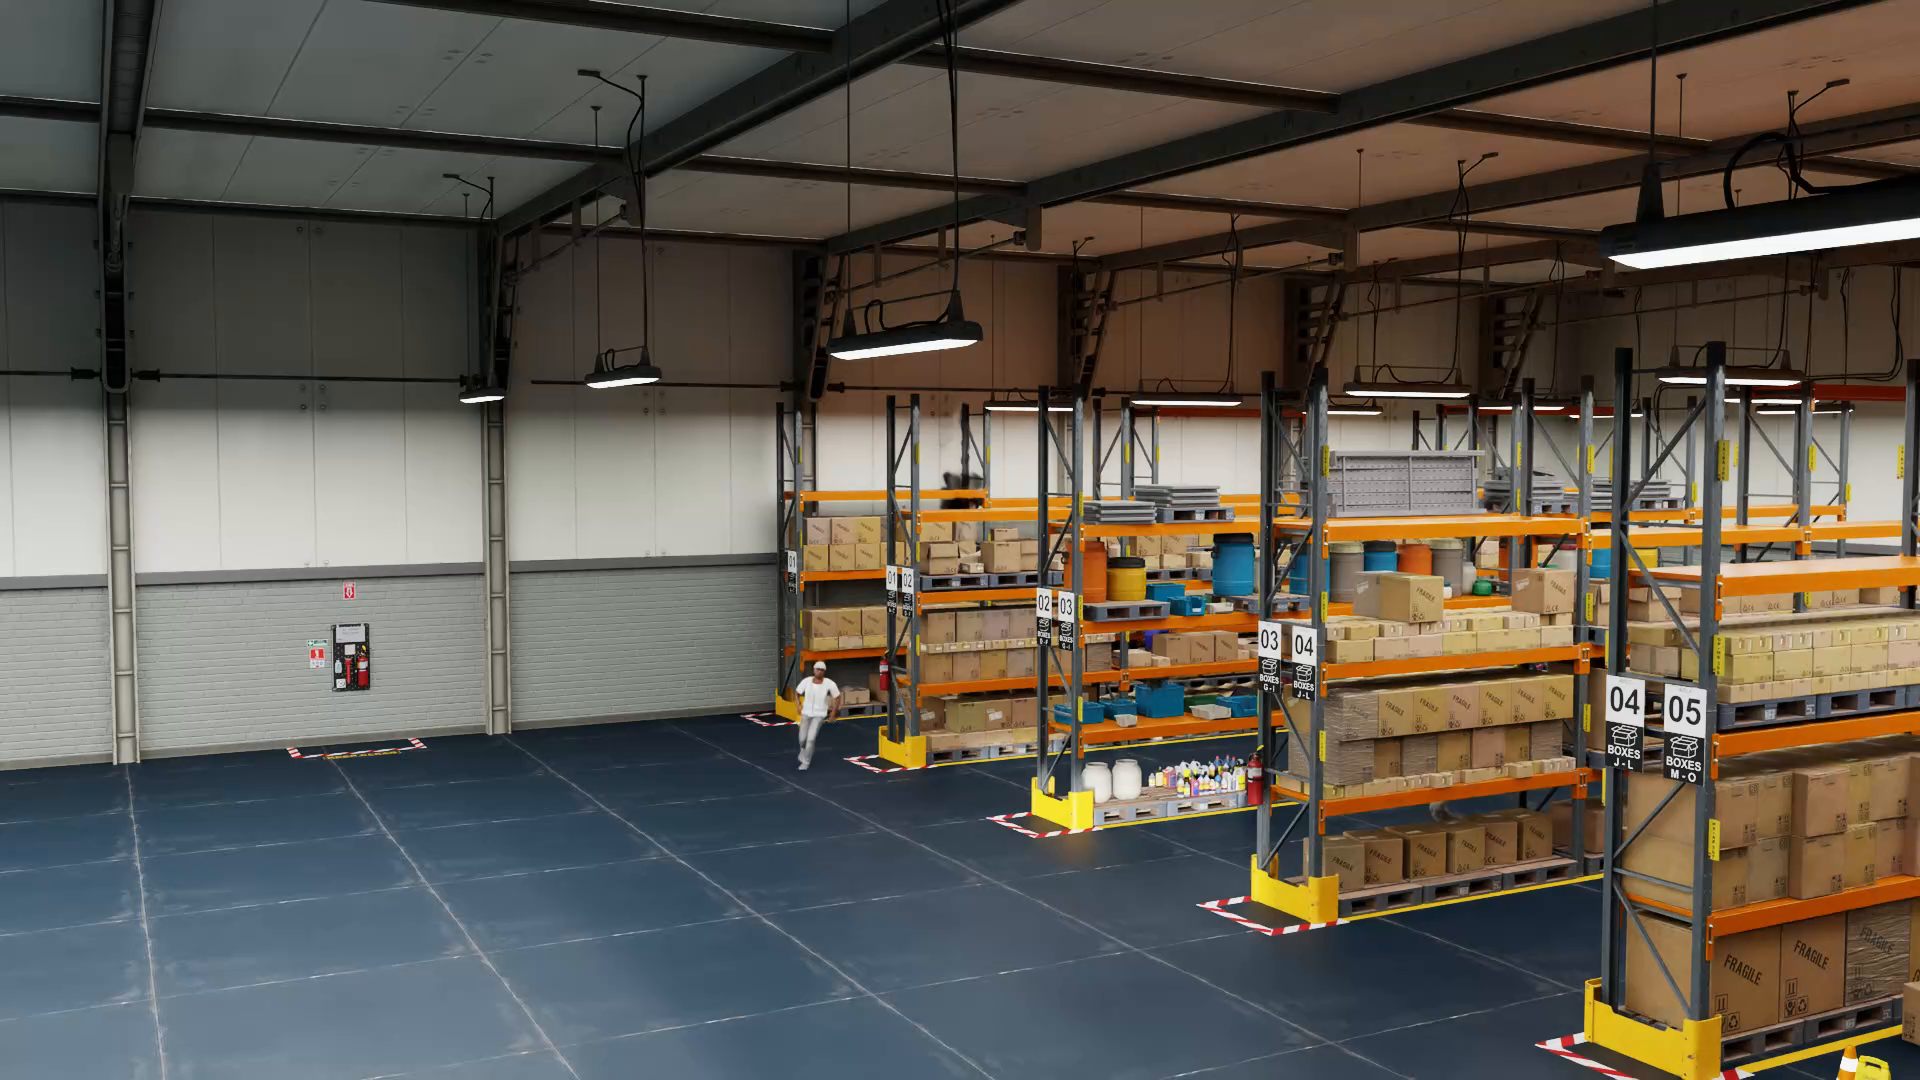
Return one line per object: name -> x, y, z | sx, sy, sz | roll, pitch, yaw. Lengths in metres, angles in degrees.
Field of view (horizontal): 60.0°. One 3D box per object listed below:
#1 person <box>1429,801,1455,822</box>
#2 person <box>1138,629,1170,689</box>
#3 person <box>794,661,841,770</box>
person -> 6.188, 3.071, 21.453 | 0.602, 1.735, 0.647 | -2, 4, -37
person -> 3.773, 2.244, 32.419 | 0.850, 1.660, 0.580 | -3, 4, -41
person -> -2.292, 2.802, 26.661 | 0.755, 1.719, 0.753 | 0, 3, 5
